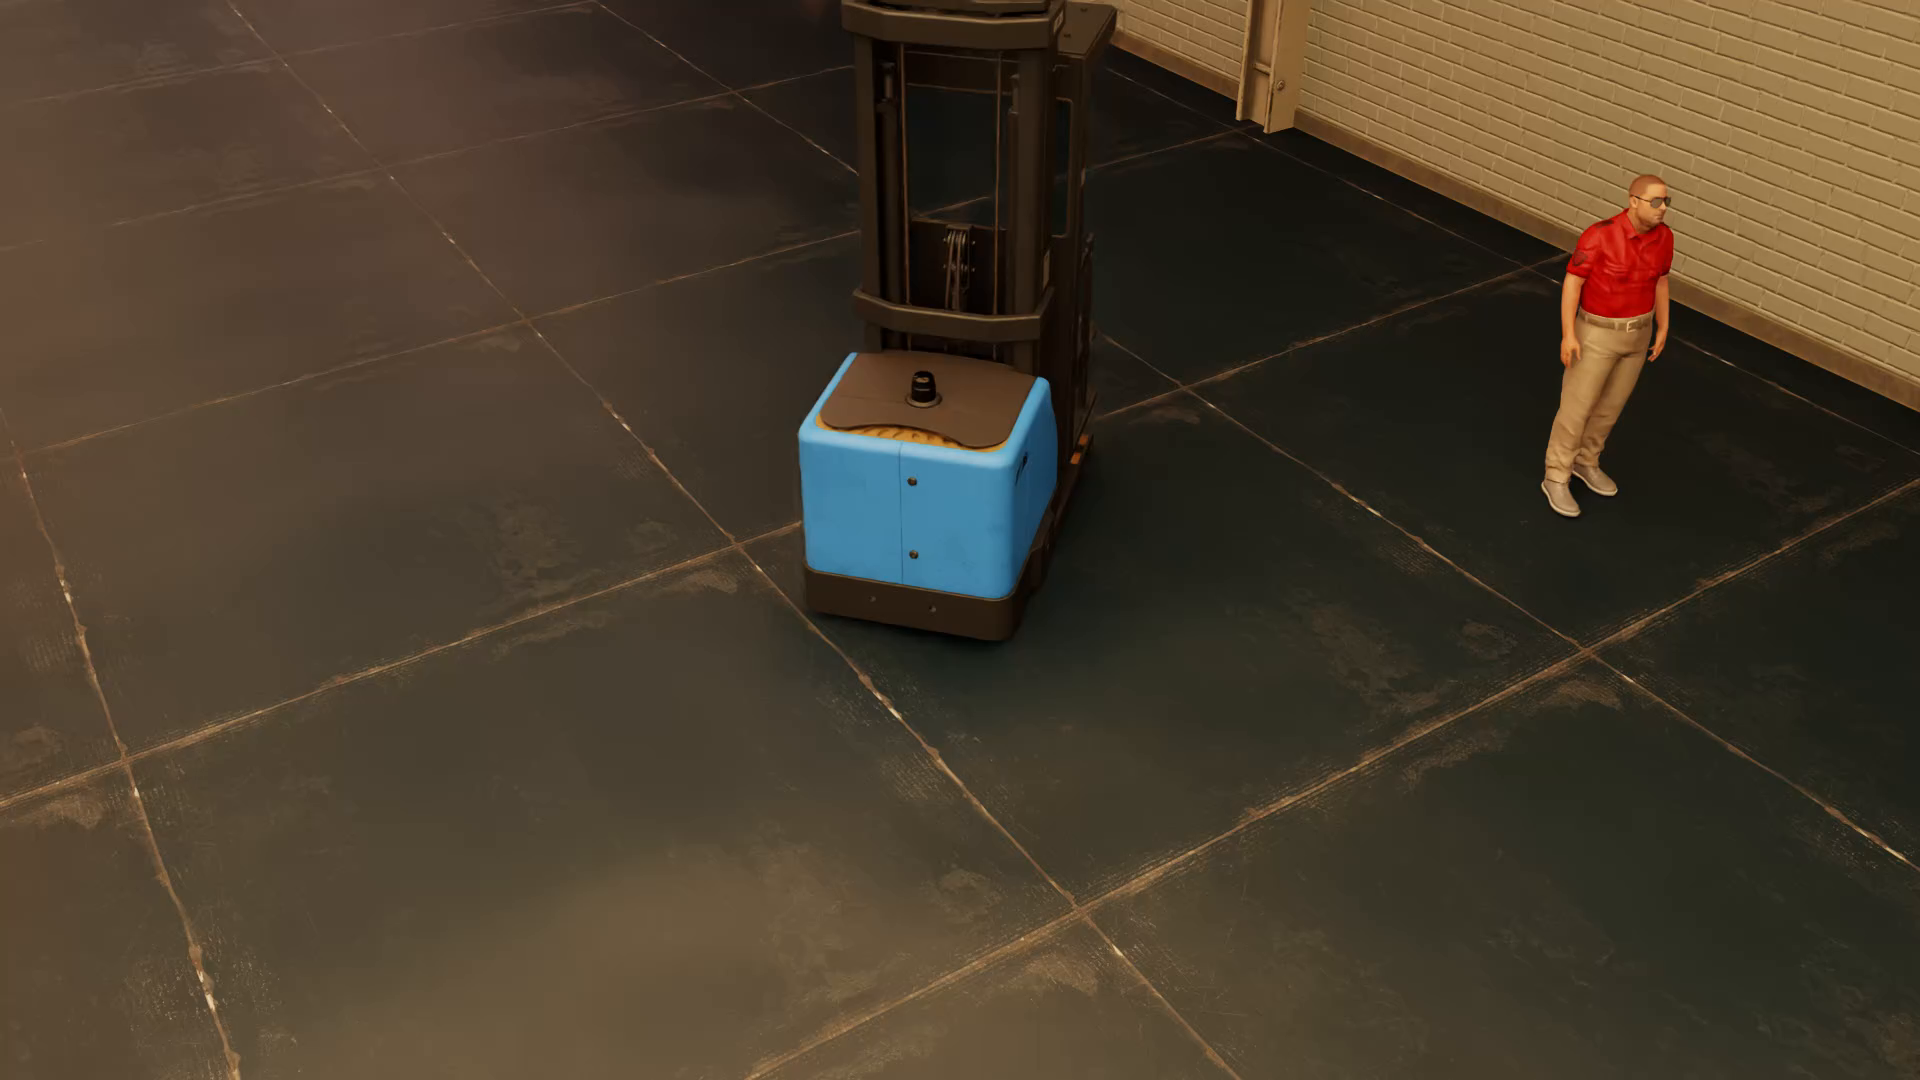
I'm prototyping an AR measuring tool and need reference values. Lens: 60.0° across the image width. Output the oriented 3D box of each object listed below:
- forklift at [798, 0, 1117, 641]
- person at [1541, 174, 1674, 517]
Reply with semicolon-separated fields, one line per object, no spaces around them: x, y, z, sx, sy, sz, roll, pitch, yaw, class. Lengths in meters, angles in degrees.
0.121;-1.567;8.377;1.130;2.935;3.031;9;36;12;forklift
3.428;-1.010;8.619;0.638;1.728;0.552;-10;36;-14;person
